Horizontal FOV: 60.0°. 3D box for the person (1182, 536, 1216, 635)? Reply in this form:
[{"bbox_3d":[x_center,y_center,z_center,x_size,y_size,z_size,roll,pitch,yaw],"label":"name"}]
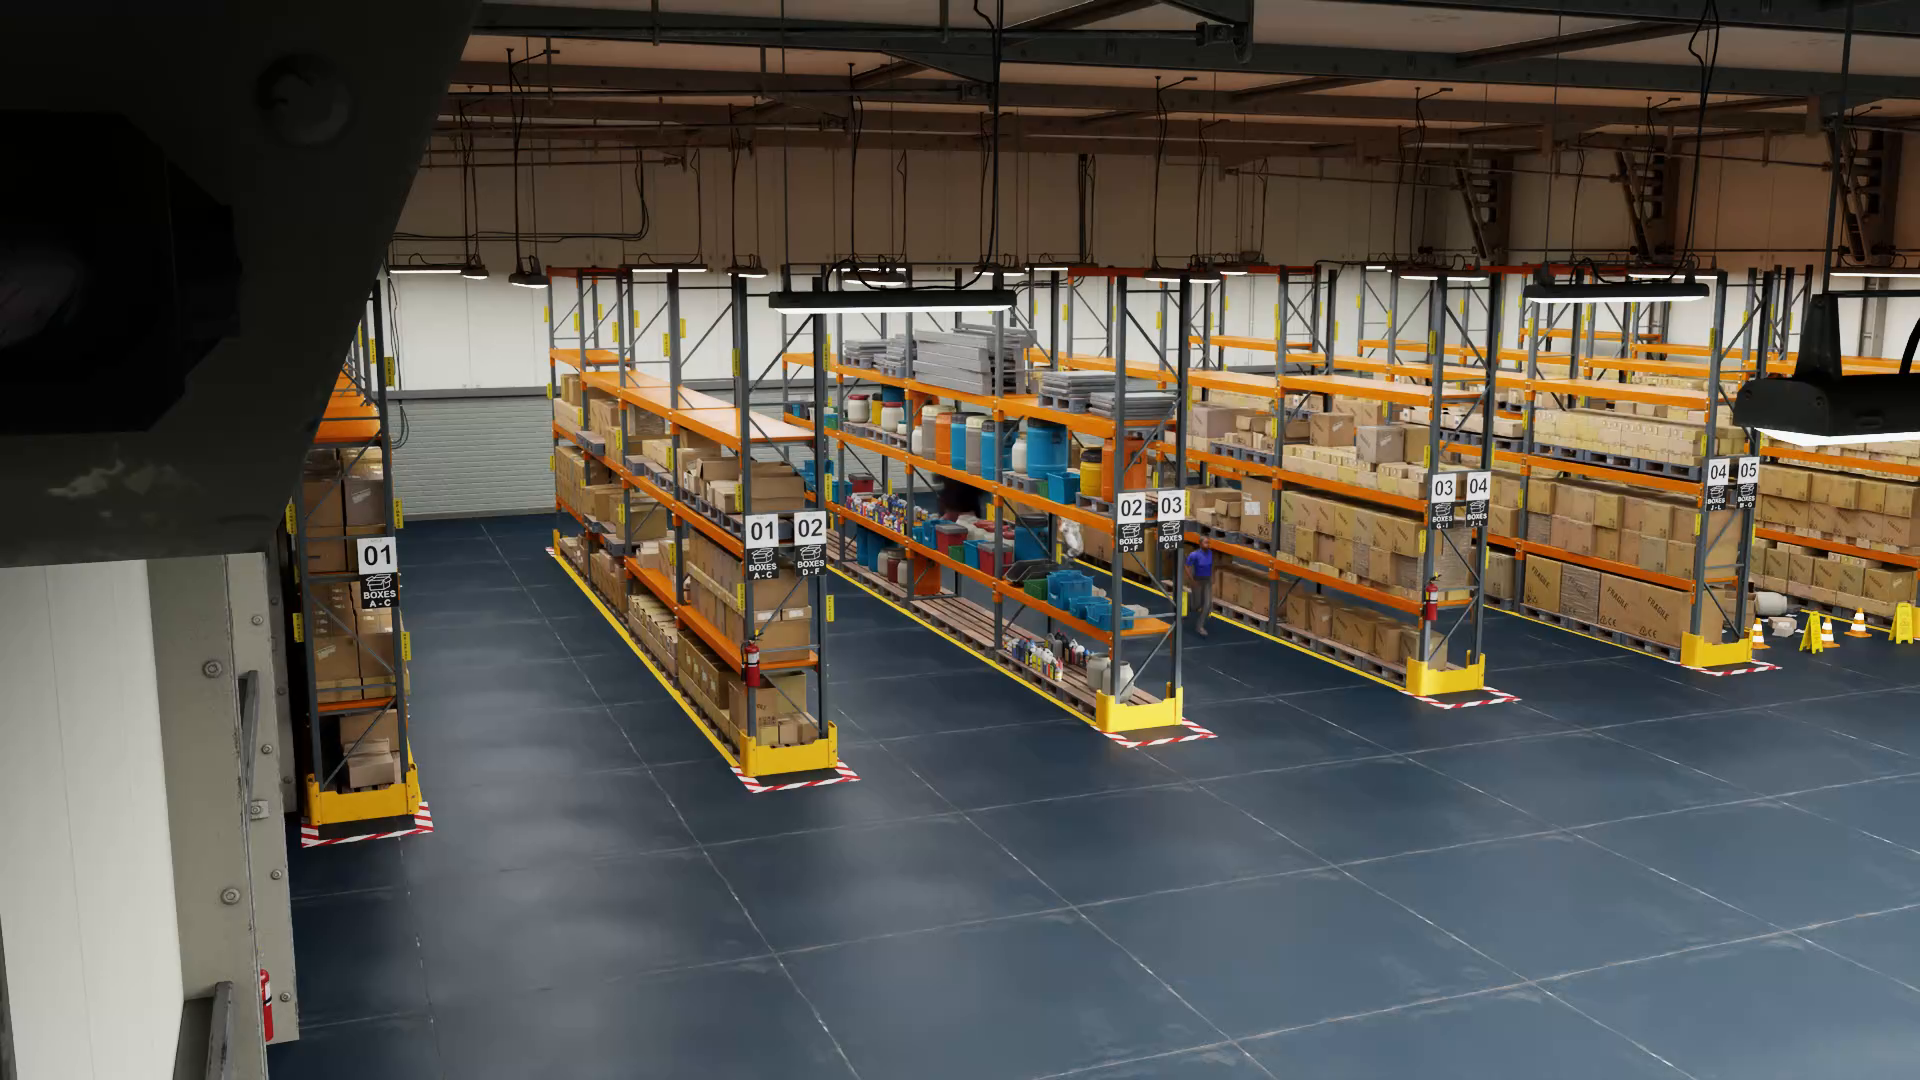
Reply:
[{"bbox_3d":[3.985,0.724,27.643,0.598,1.626,0.671,-5,11,-28],"label":"person"}]

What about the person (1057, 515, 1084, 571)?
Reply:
[{"bbox_3d":[2.170,-0.186,32.480,0.651,1.675,0.678,-5,11,-26],"label":"person"}]

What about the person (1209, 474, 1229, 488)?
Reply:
[{"bbox_3d":[6.583,-1.832,42.068,0.813,1.809,0.688,-2,10,-13],"label":"person"}]
